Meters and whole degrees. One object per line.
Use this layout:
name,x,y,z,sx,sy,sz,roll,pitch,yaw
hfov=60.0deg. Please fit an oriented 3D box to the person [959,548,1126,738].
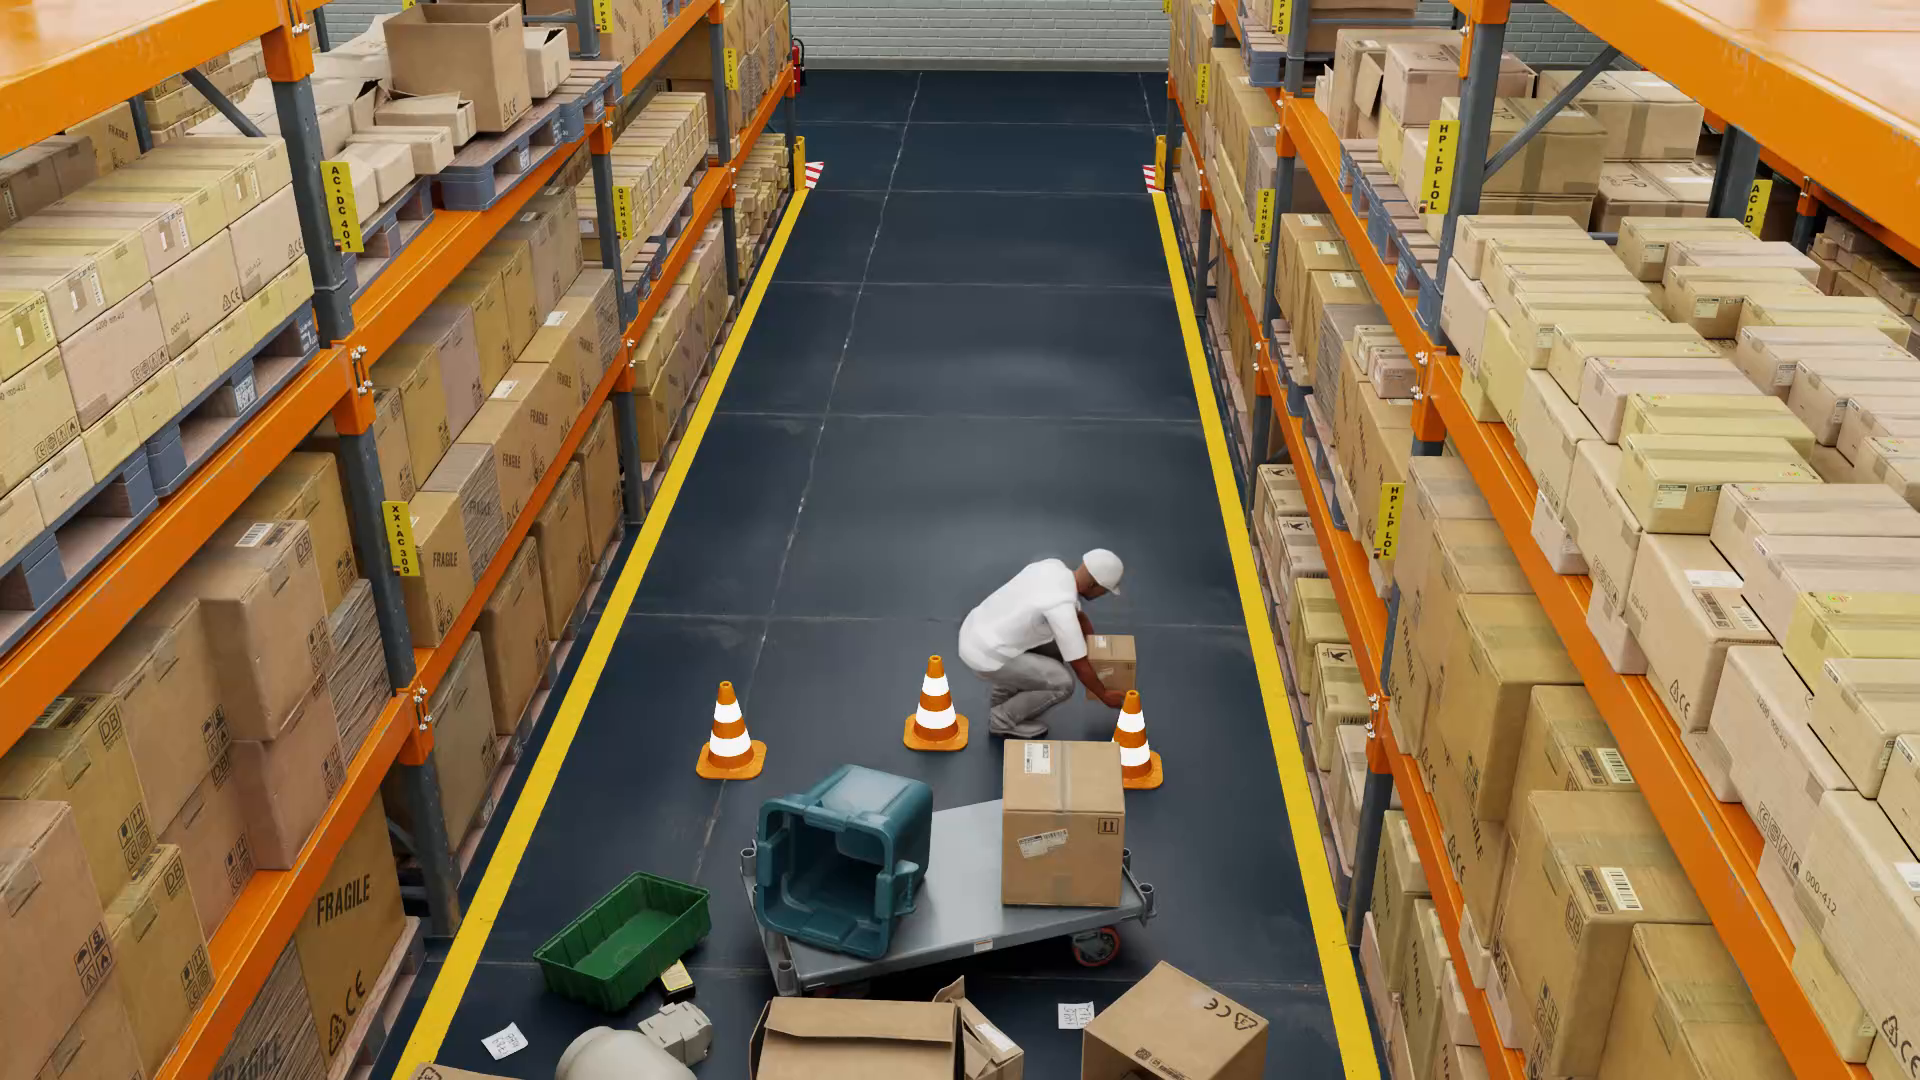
person,0.445,0.503,8.707,0.900,0.997,0.585,1,28,2
